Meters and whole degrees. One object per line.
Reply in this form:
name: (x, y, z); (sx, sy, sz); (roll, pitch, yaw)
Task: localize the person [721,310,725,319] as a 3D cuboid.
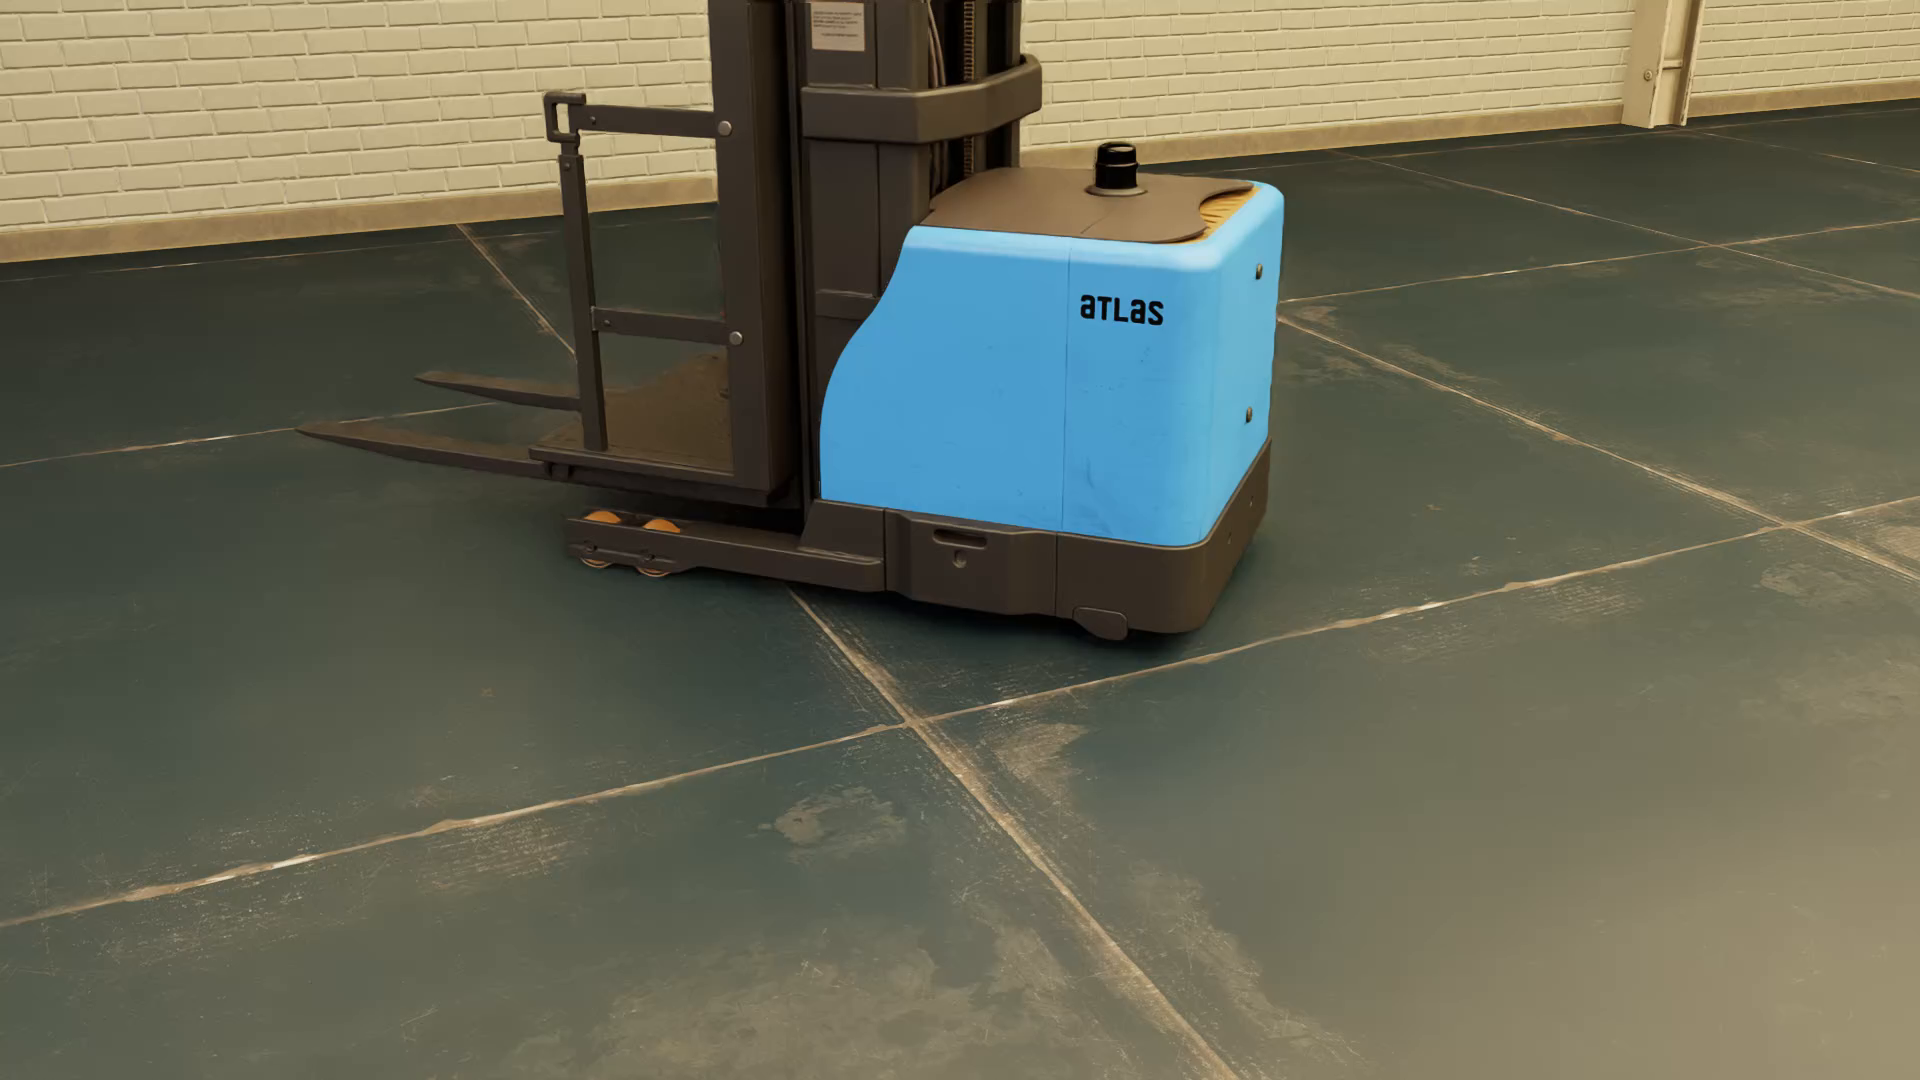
person: (-0.826, -1.713, 7.237); (0.484, 1.624, 0.823); (-2, 23, -4)

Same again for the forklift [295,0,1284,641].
forklift: (-0.626, -1.424, 4.713); (3.031, 2.935, 1.130); (8, 24, 19)
